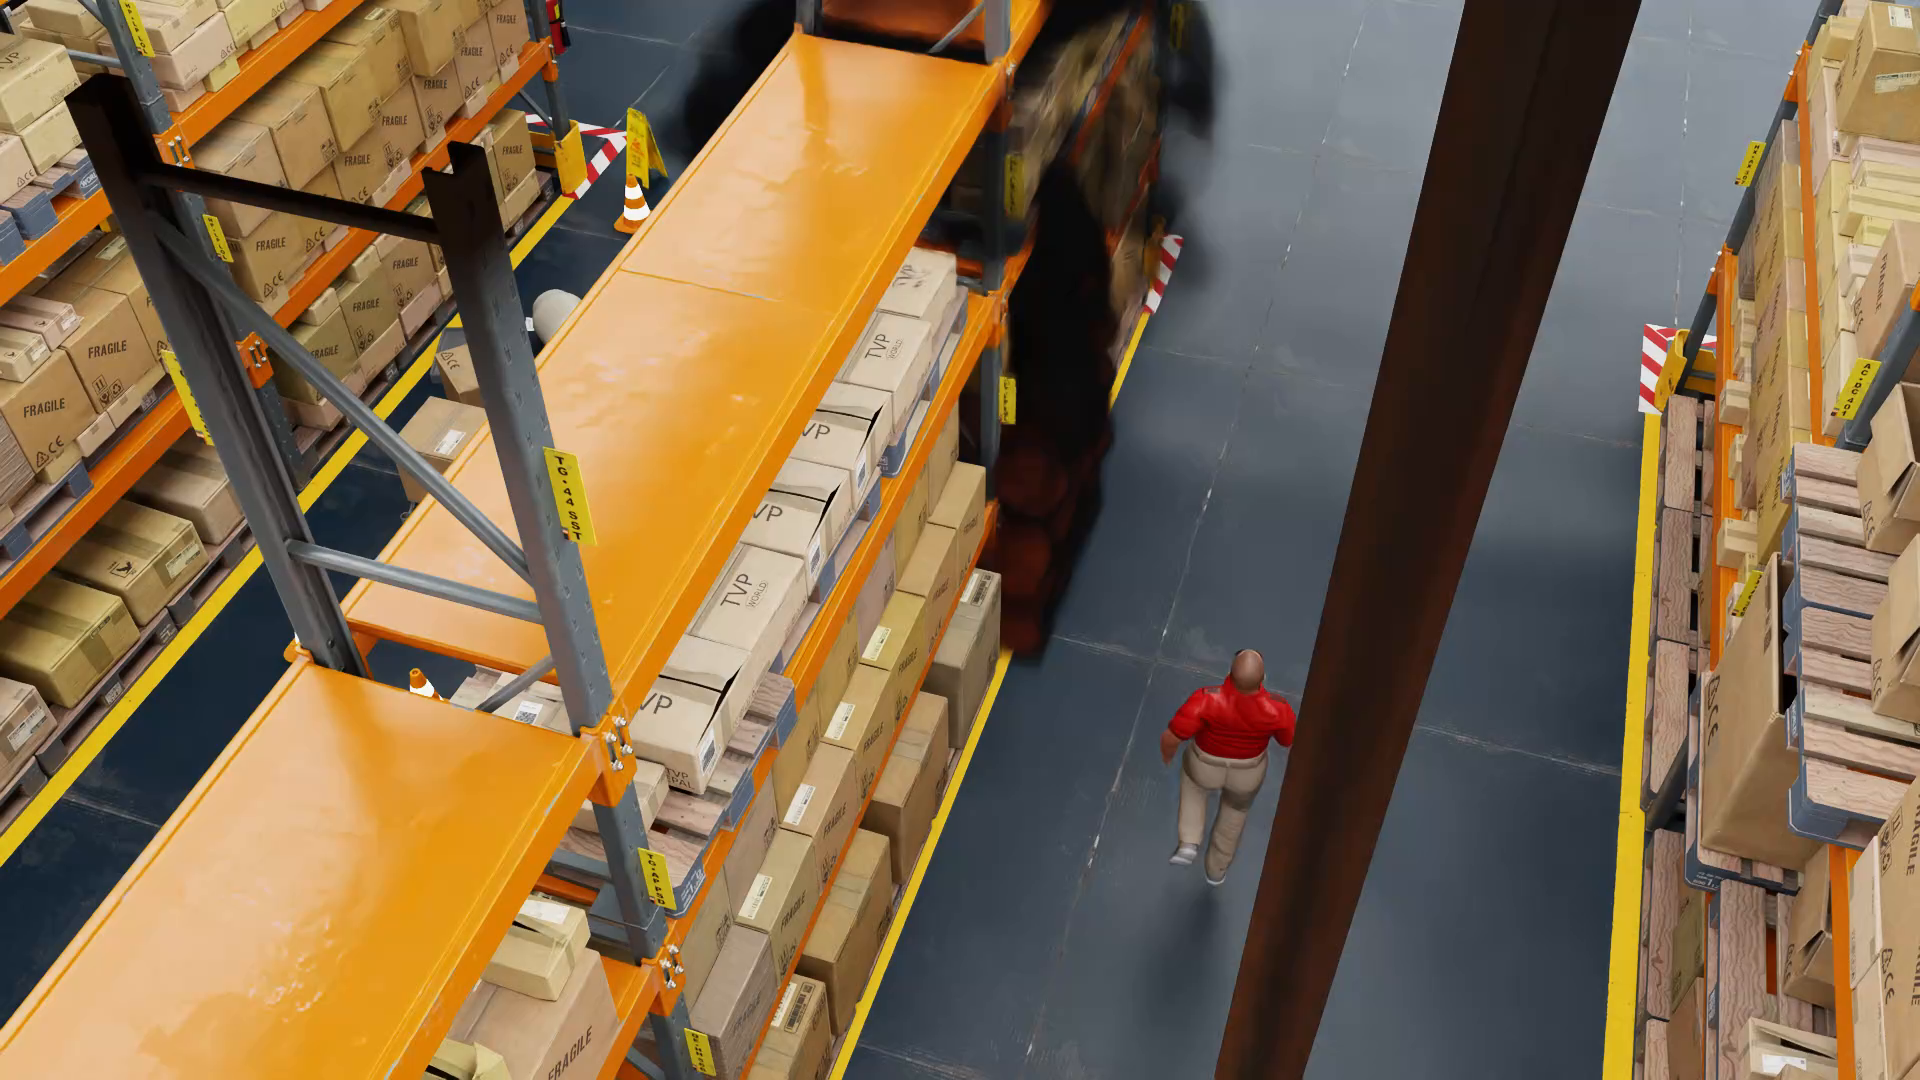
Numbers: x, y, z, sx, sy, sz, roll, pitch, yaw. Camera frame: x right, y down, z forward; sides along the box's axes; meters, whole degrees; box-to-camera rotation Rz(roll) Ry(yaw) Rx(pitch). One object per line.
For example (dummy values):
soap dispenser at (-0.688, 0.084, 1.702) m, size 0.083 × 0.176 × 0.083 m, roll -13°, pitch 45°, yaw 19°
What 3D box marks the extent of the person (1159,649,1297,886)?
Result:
person at (1.347, 1.079, 8.512) m, size 0.674 × 1.707 × 0.581 m, roll 6°, pitch 46°, yaw 6°
